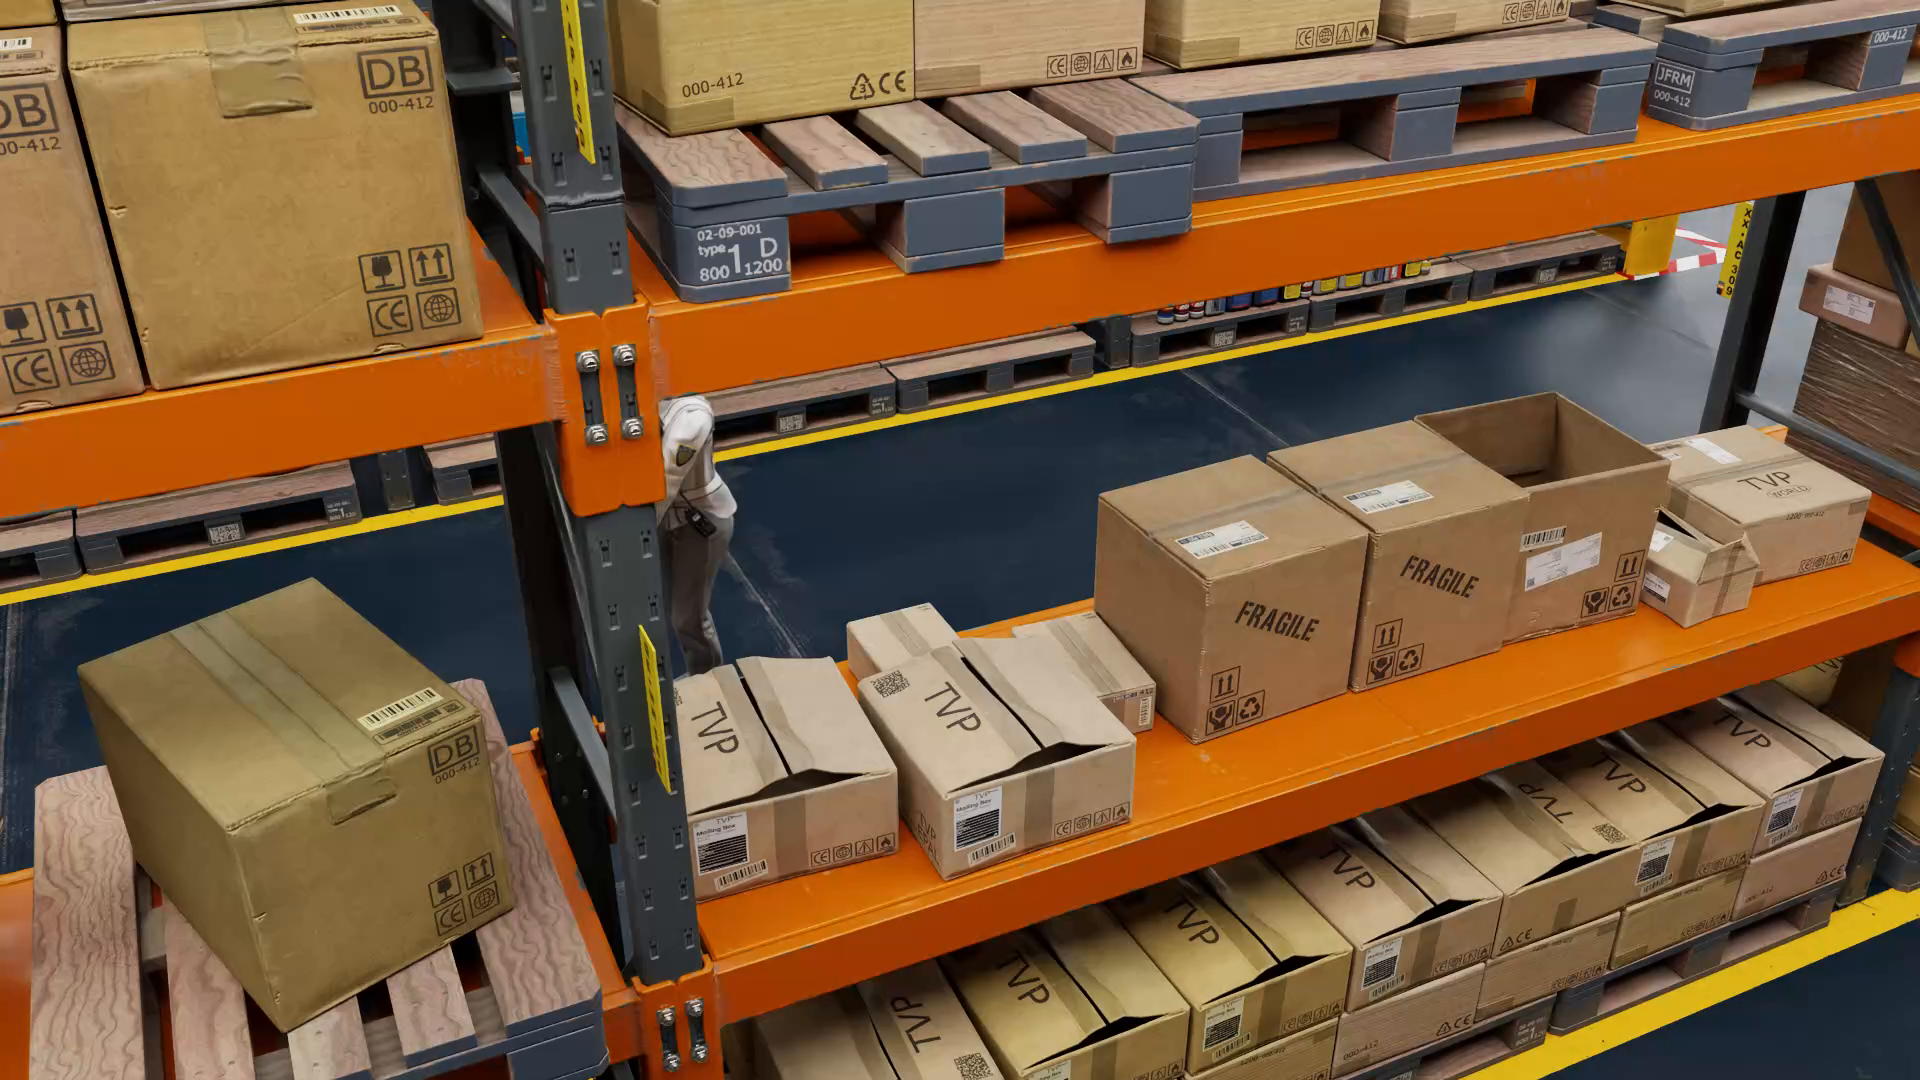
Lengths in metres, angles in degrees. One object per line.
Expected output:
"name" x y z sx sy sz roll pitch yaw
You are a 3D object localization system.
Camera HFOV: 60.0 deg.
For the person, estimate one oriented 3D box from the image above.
"person" -1.082 -0.044 6.196 0.498 1.682 0.417 -14 32 -23
